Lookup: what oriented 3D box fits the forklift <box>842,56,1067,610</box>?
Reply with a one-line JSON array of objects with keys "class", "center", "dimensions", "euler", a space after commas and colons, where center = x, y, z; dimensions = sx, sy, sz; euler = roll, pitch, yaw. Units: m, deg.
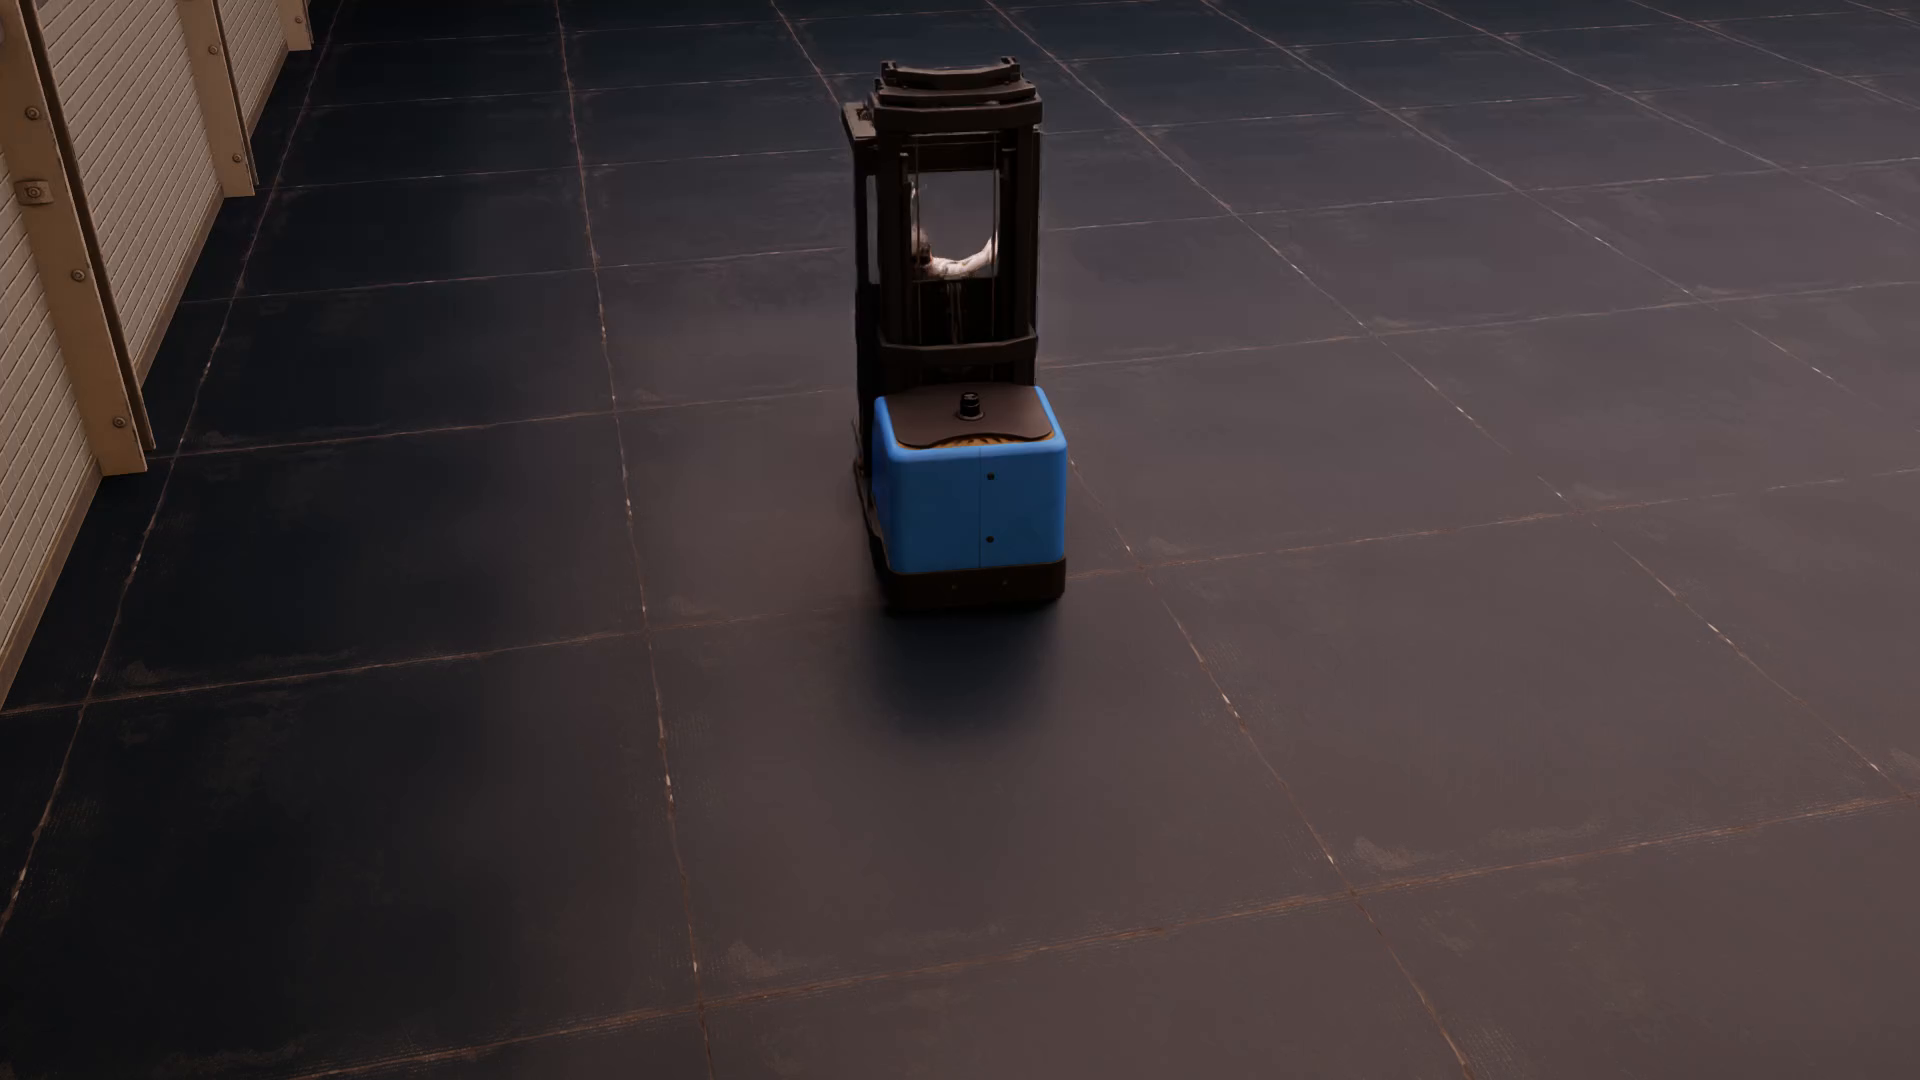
[{"class": "forklift", "center": [-0.116, -1.582, 10.308], "dimensions": [1.130, 2.935, 3.031], "euler": [-4, 30, -8]}]

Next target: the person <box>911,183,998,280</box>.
[{"class": "person", "center": [-0.094, -1.658, 11.767], "dimensions": [0.890, 1.552, 0.728], "euler": [16, 34, 25]}]
